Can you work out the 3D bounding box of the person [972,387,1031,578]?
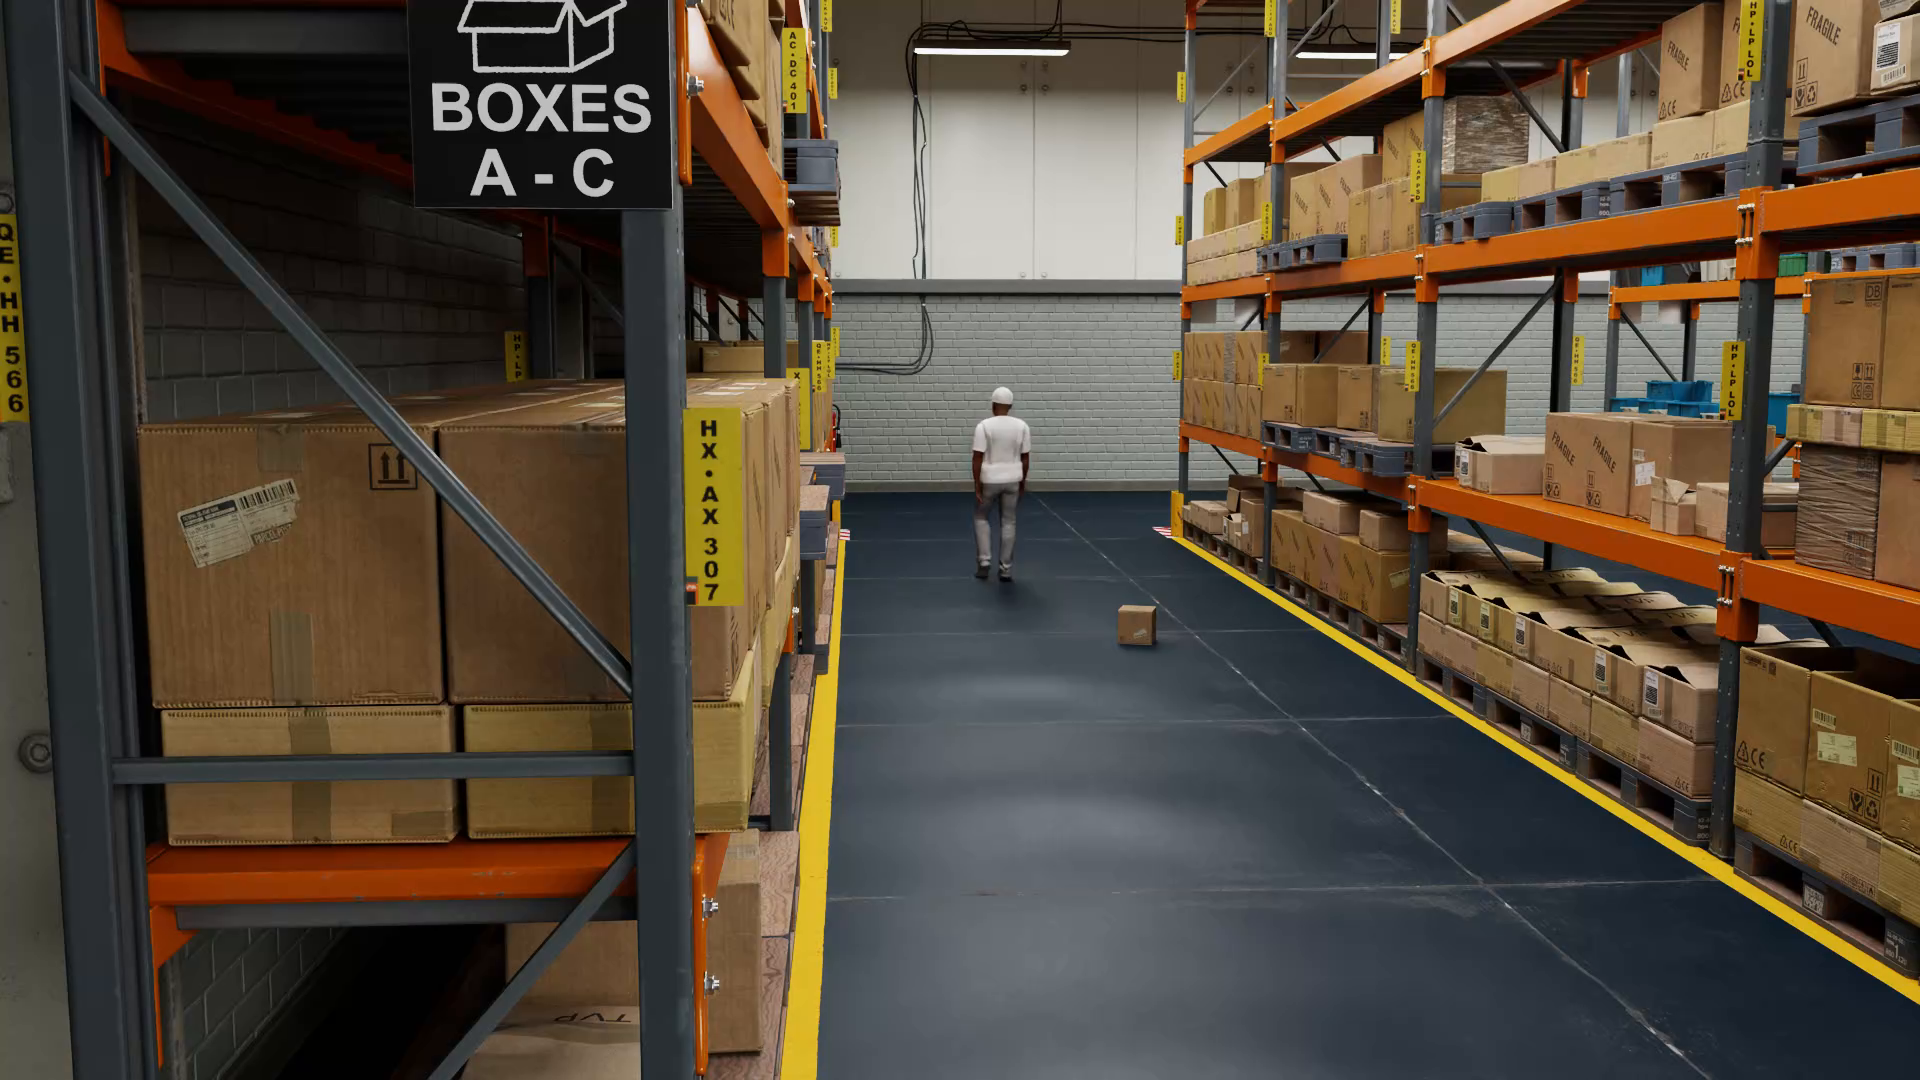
[{"bbox_3d":[0.370,-0.514,15.466,0.564,1.812,0.497,-1,7,-9],"label":"person"}]
